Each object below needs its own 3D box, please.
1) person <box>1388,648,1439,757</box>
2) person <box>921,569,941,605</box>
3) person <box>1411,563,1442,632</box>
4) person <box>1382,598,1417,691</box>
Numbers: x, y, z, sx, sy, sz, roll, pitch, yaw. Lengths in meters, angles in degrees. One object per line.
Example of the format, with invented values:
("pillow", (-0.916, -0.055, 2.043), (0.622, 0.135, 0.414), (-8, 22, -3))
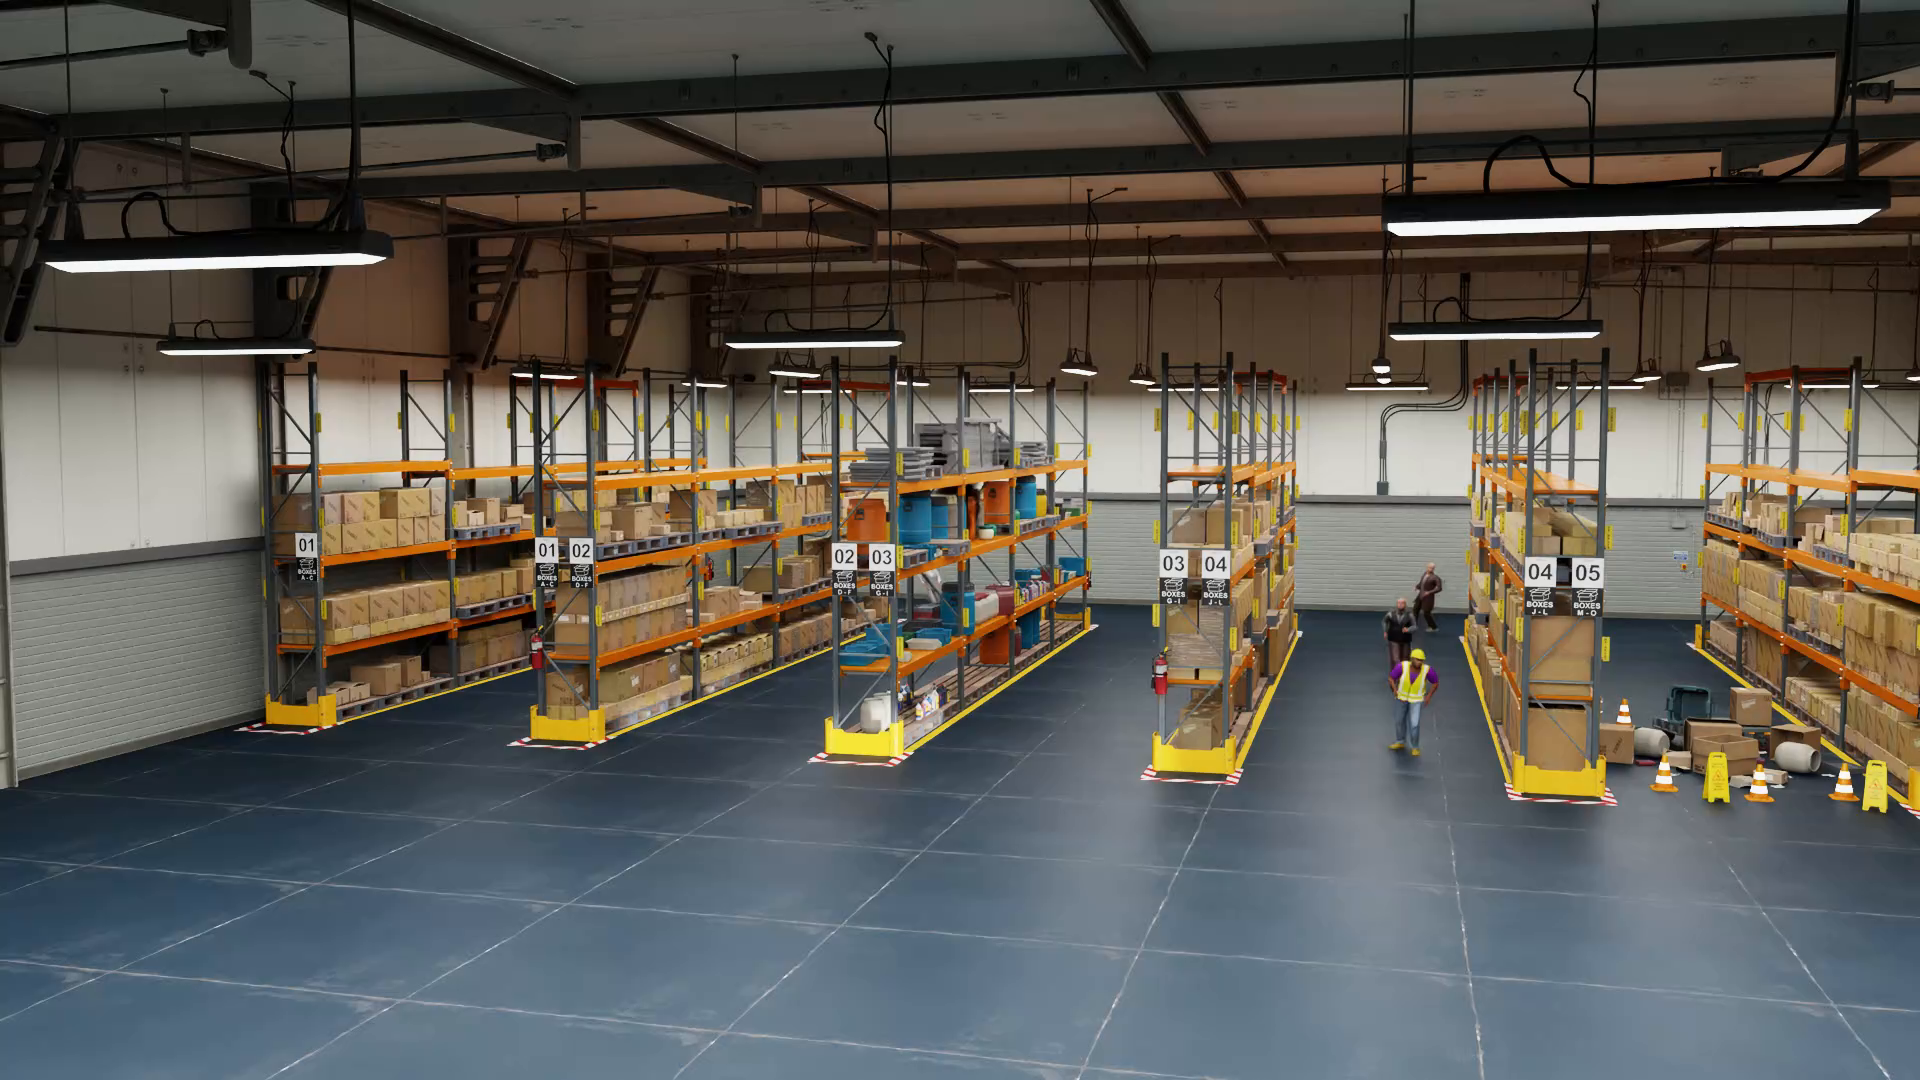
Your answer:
("person", (6.838, 2.434, 25.171), (0.753, 1.662, 0.786), (2, 5, 28))
("person", (-0.734, 1.259, 42.343), (0.516, 1.533, 0.590), (-1, 4, -14))
("person", (11.003, 1.384, 39.242), (0.850, 1.730, 0.941), (-2, 4, -21))
("person", (8.239, 1.959, 31.144), (0.612, 1.746, 0.725), (0, 4, 7))
